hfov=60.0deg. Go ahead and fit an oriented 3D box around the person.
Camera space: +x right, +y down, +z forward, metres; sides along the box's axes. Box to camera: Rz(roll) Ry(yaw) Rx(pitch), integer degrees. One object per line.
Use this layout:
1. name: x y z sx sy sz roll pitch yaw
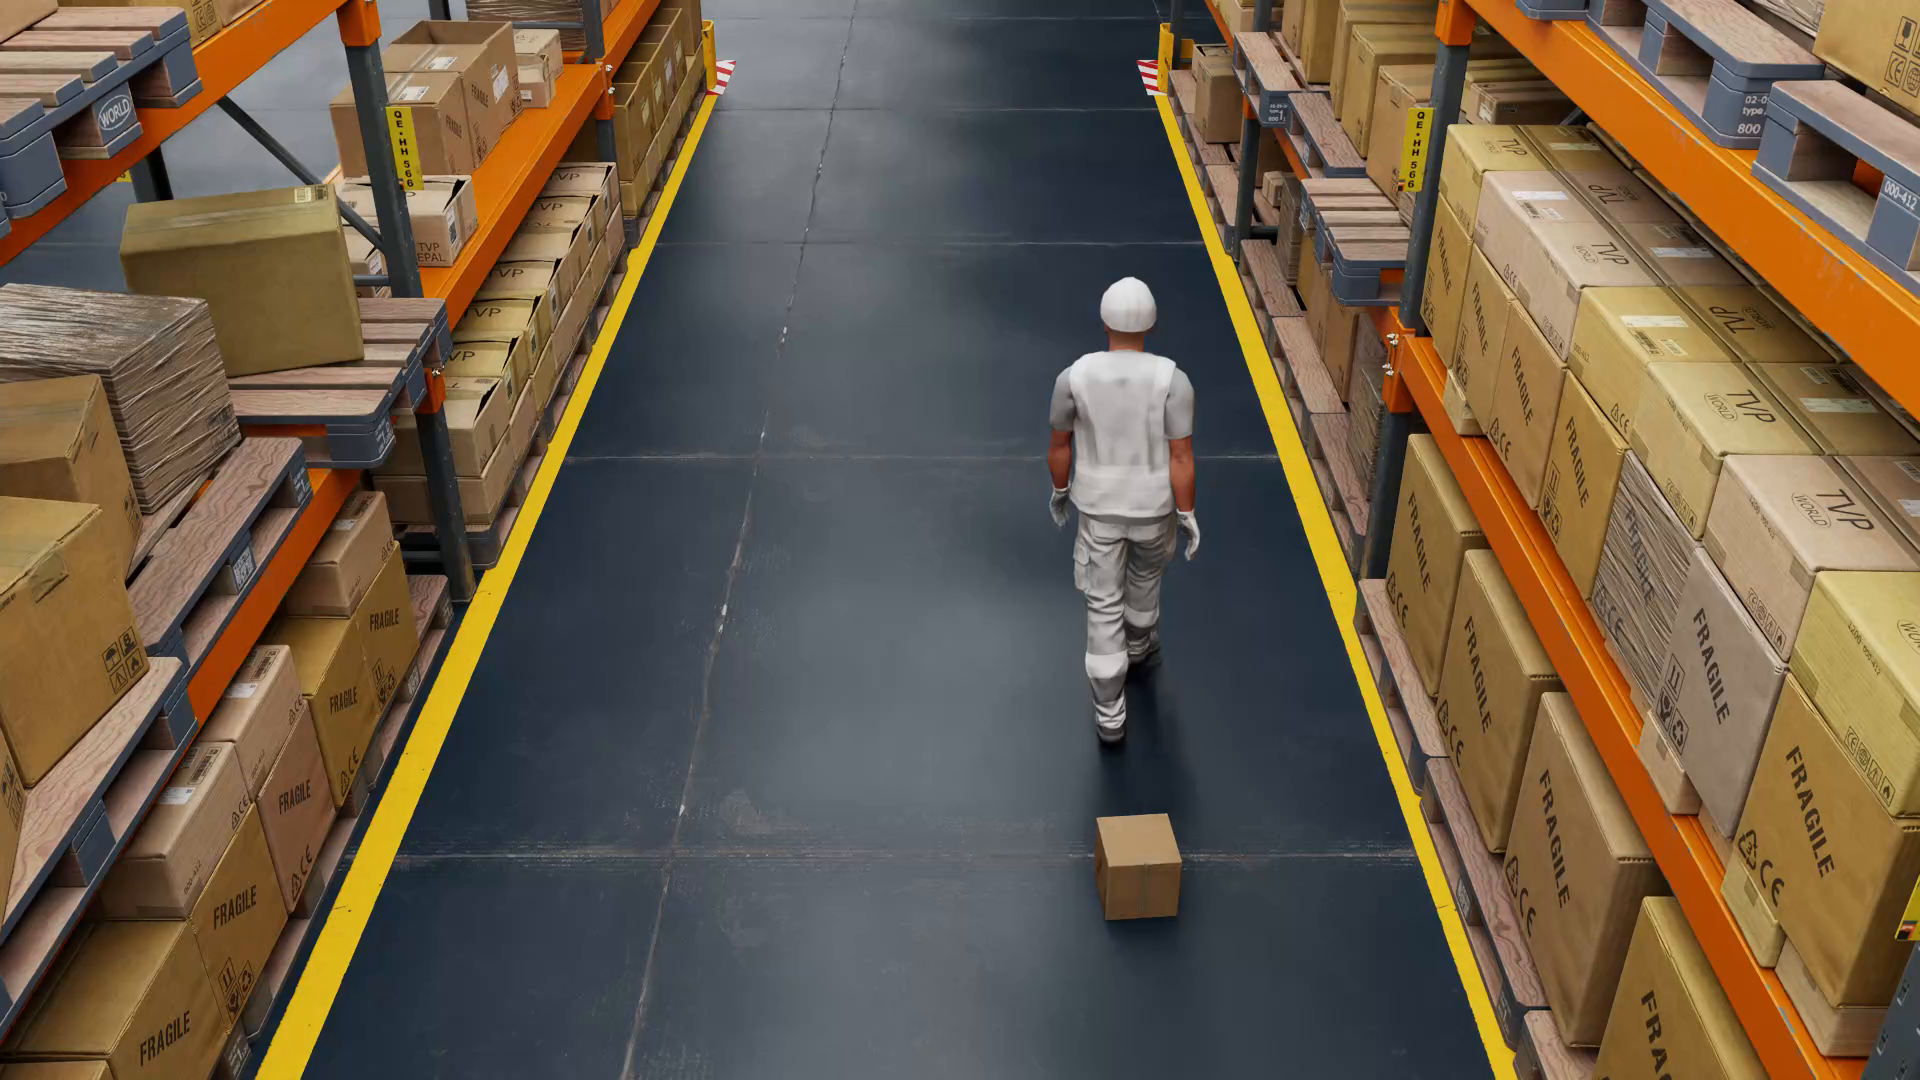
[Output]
1. person: 0.618 -0.146 6.354 0.577 1.776 0.825 2 31 3
